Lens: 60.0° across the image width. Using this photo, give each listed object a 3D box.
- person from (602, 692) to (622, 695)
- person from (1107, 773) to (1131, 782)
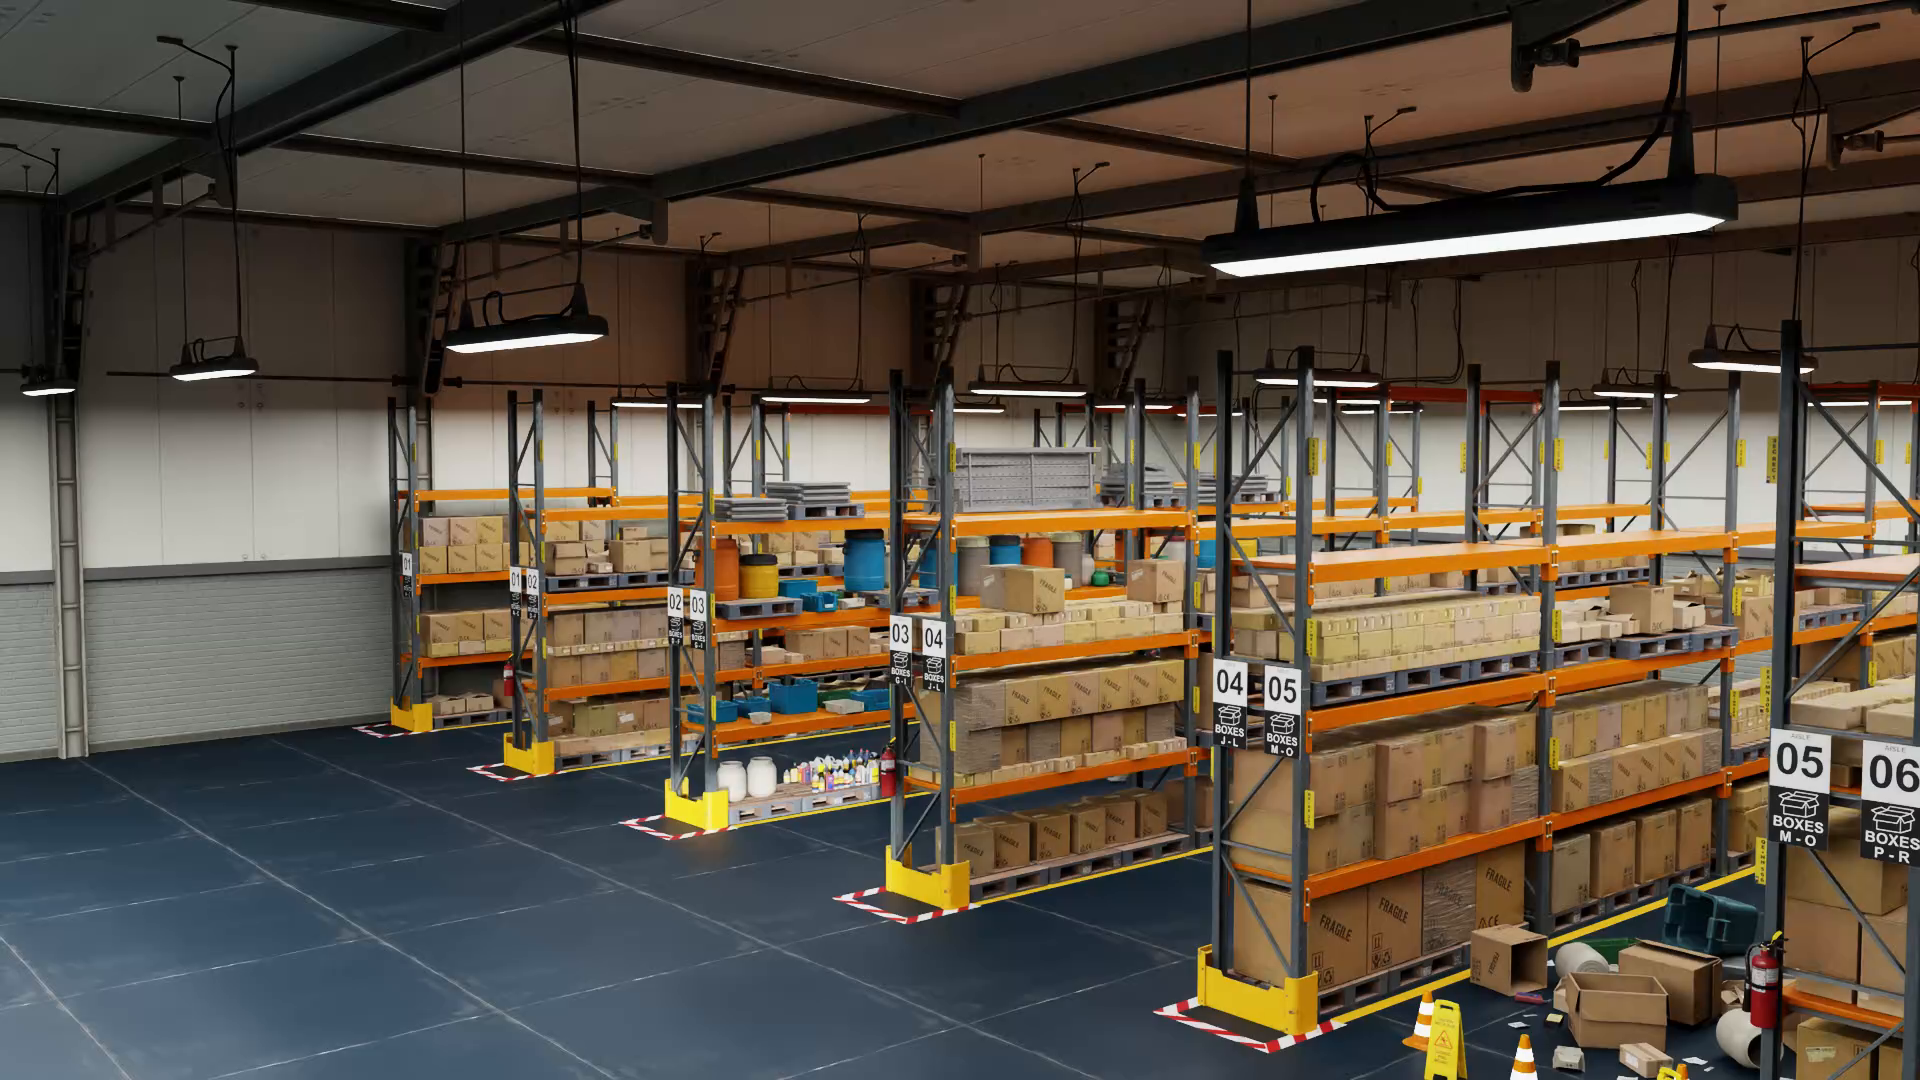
[{"bbox_3d":[-6.208,2.652,29.596,0.524,1.744,0.334,-3,4,-38],"label":"person"},{"bbox_3d":[2.497,2.784,25.458,0.414,1.770,0.618,1,4,19],"label":"person"}]
